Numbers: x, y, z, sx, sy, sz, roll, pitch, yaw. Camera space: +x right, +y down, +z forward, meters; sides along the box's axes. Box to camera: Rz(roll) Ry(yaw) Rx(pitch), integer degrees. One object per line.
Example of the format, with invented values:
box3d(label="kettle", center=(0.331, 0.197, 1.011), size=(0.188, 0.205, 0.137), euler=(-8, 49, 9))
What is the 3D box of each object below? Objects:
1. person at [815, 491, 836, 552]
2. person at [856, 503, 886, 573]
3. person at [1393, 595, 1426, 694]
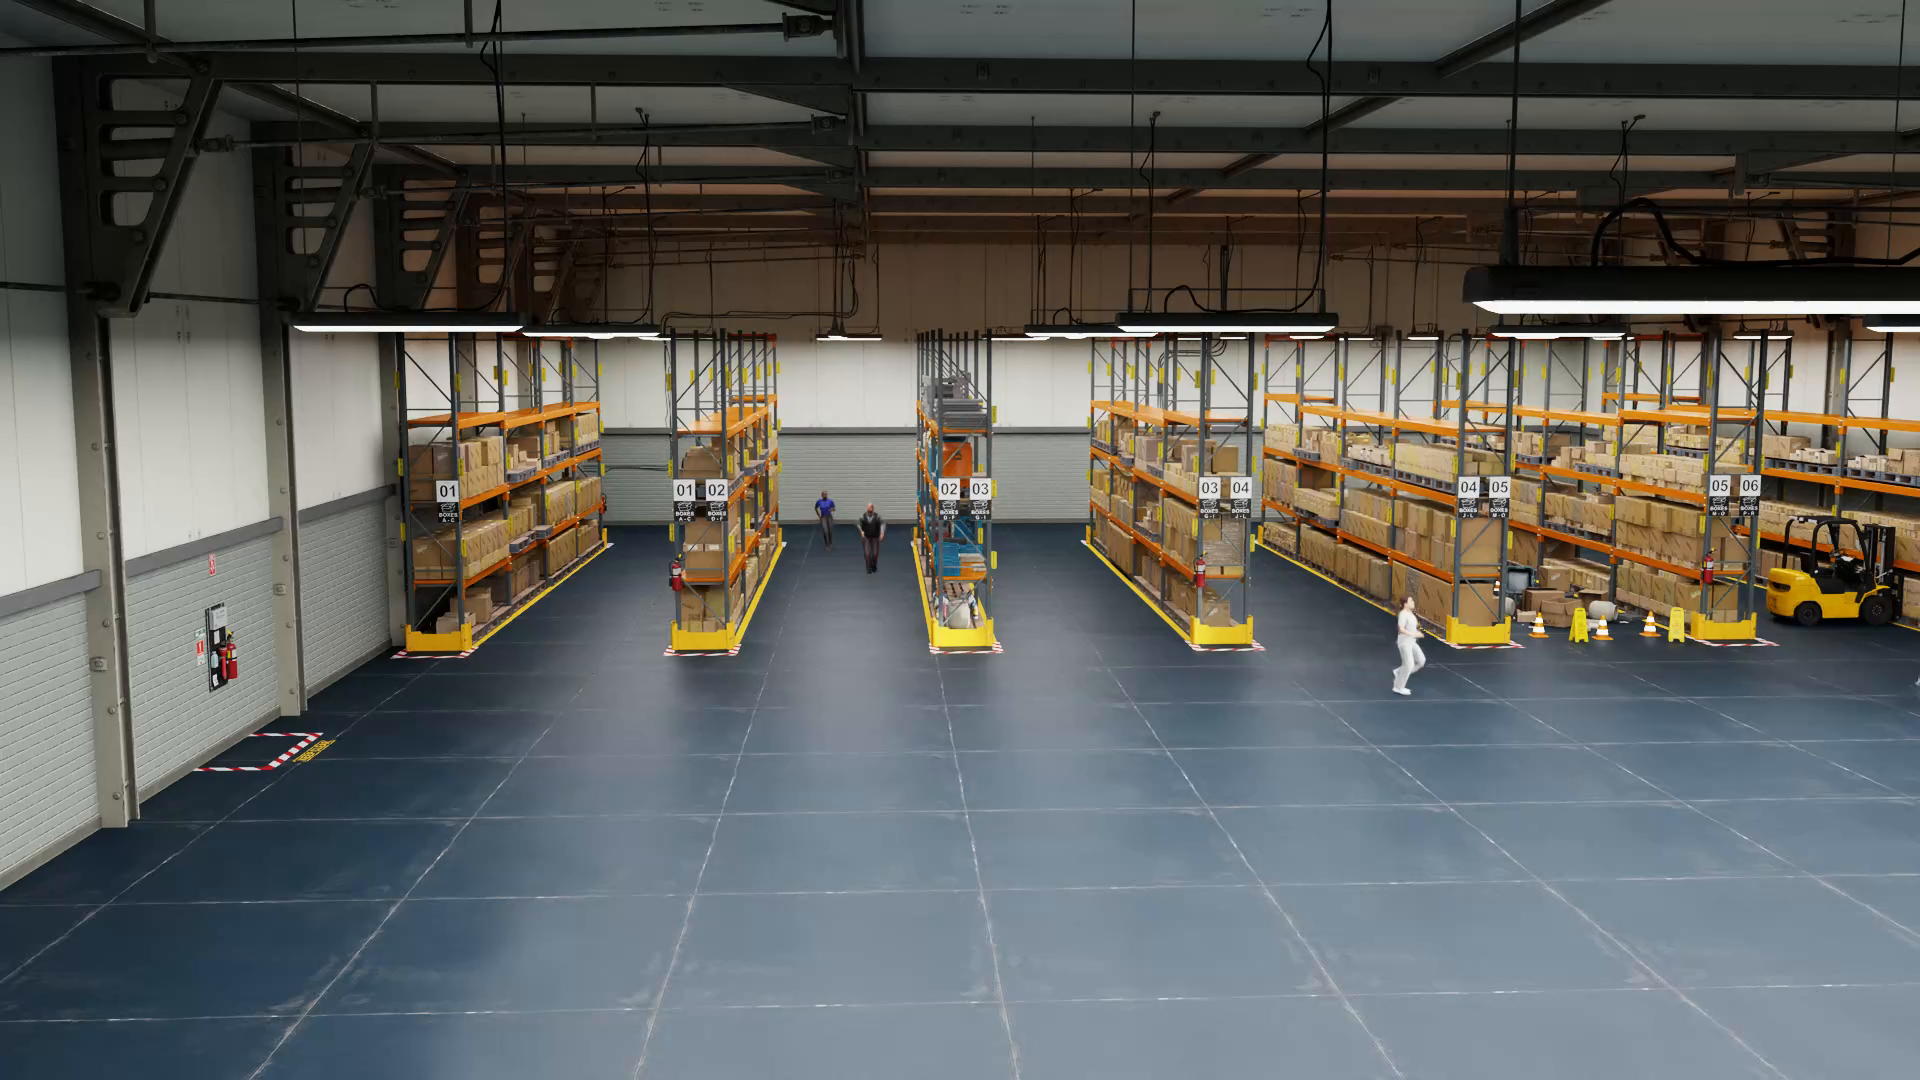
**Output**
box3d(label="person", center=(-3.727, -0.523, 46.212), size=(0.578, 1.722, 0.735), euler=(-2, 7, -13))
box3d(label="person", center=(-2.112, -0.039, 39.404), size=(0.707, 1.686, 0.558), euler=(0, 7, -3))
box3d(label="person", center=(7.352, 1.705, 27.228), size=(0.542, 1.639, 0.612), euler=(4, 8, 32))
